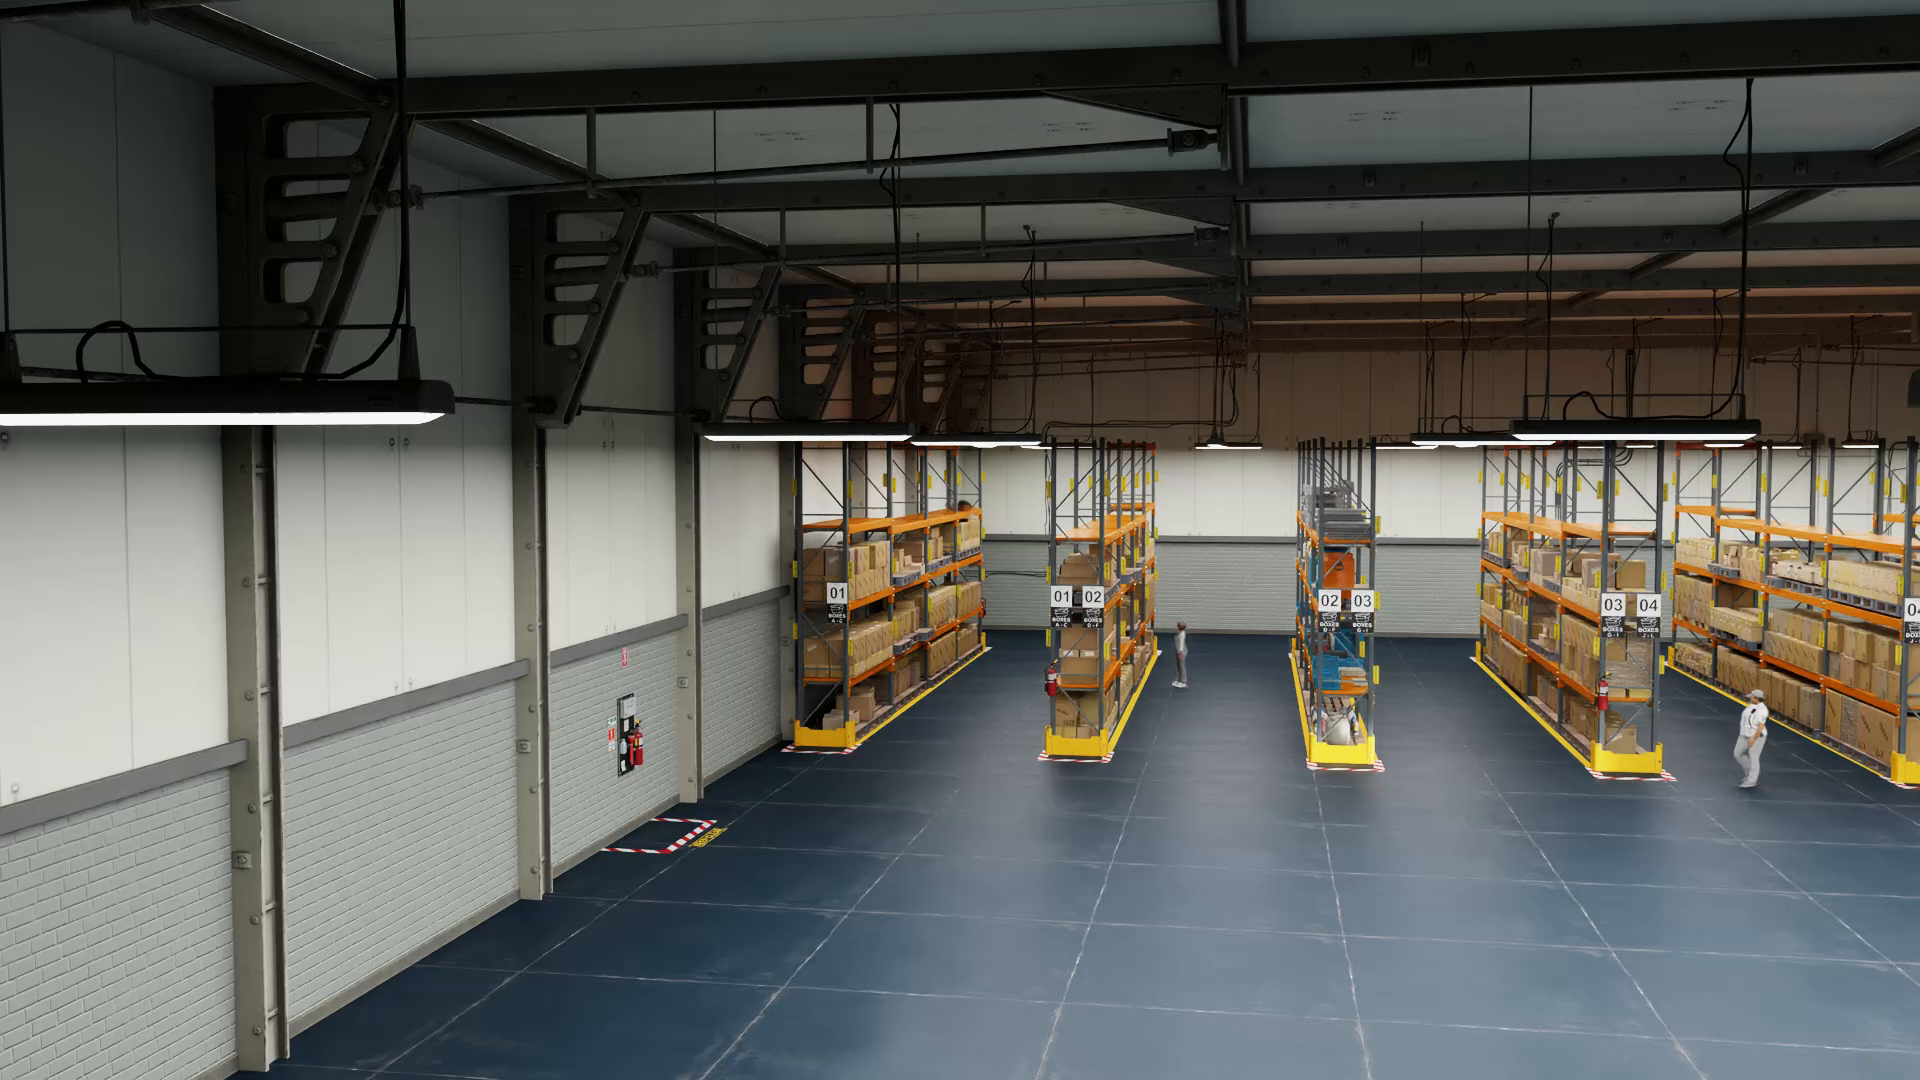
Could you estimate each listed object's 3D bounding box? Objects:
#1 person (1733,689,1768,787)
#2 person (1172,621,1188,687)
[{"bbox_3d":[13.541,3.395,28.498,0.496,1.686,0.552,-1,3,-14],"label":"person"},{"bbox_3d":[5.372,2.768,40.554,0.361,1.597,0.480,0,3,-1],"label":"person"}]
